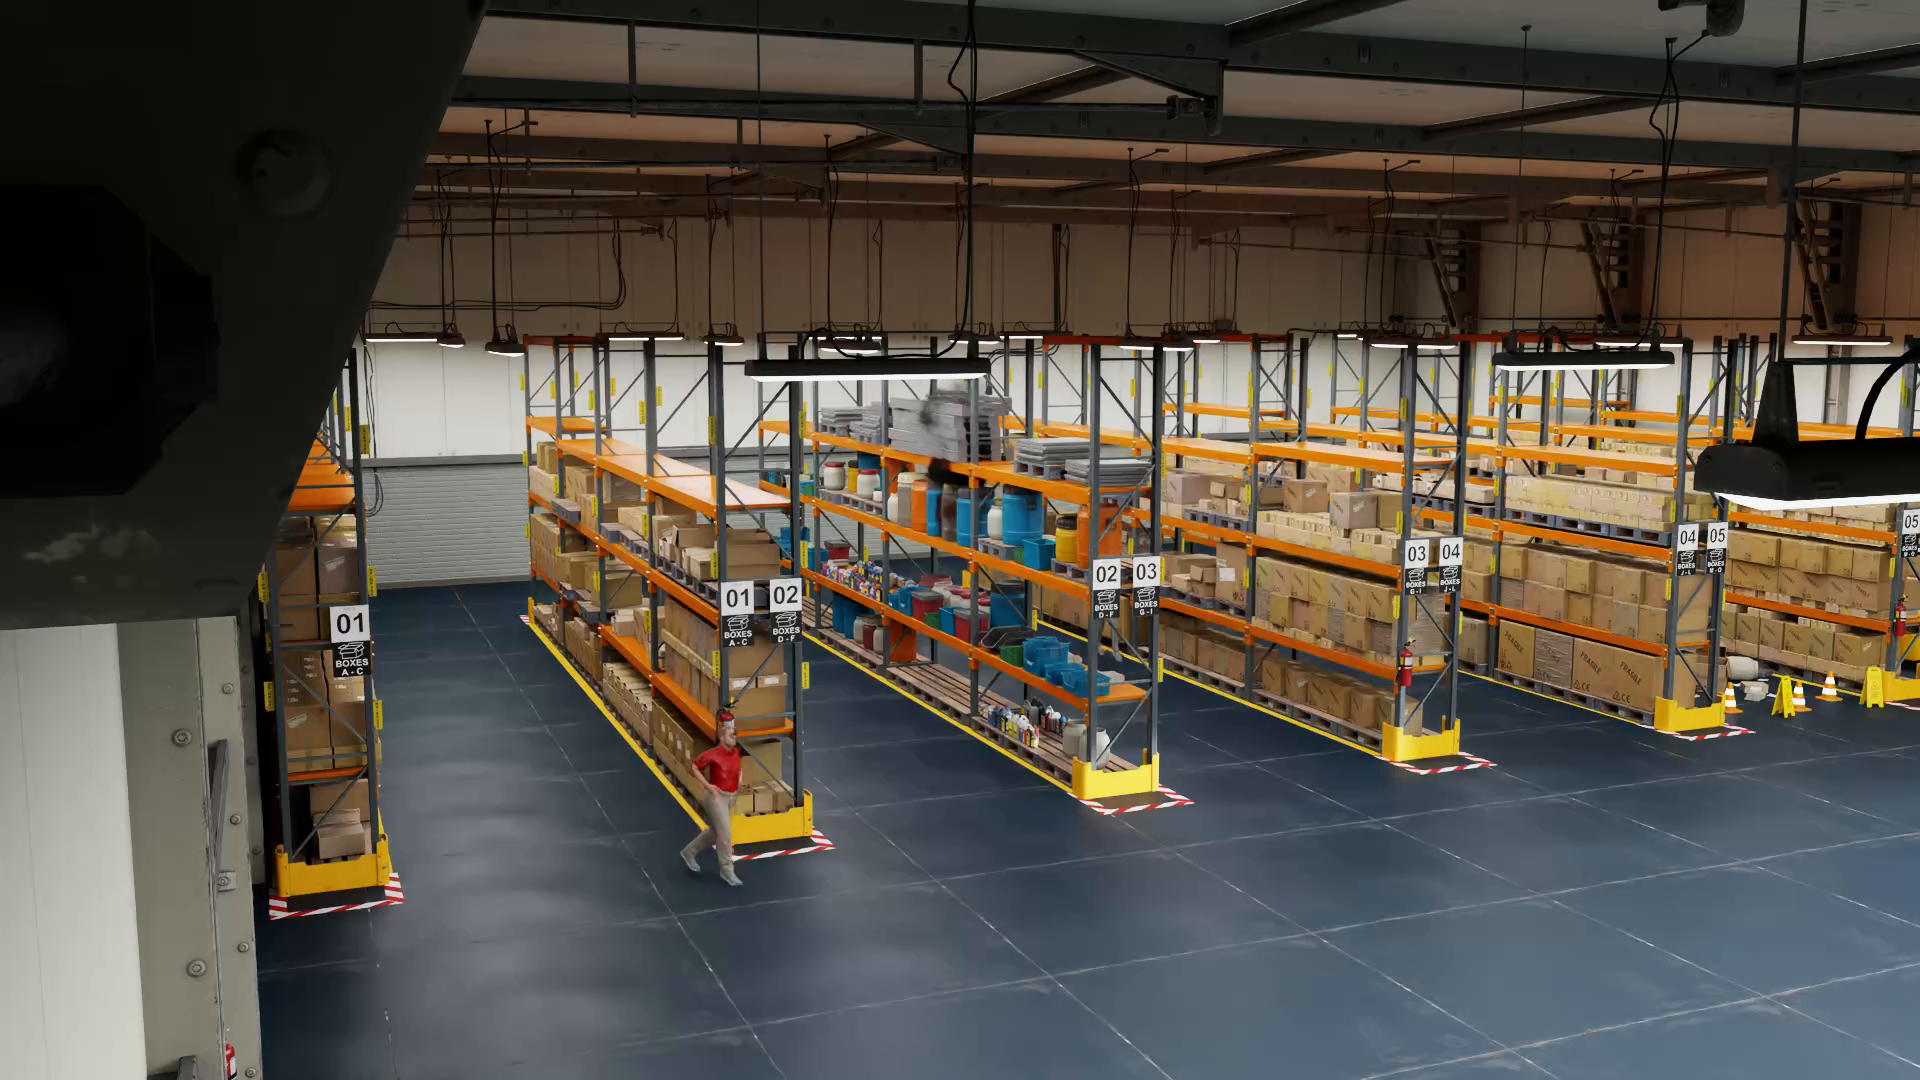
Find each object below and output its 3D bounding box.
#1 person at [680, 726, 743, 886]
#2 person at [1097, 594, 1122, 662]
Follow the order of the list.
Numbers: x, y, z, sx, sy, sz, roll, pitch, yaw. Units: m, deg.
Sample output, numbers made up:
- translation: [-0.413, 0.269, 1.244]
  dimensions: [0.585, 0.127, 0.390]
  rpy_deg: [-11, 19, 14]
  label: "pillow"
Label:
- translation: [-2.746, 2.988, 19.011]
  dimensions: [0.899, 1.744, 0.676]
  rpy_deg: [3, 8, 24]
  label: "person"
- translation: [2.632, 1.249, 29.703]
  dimensions: [0.569, 1.750, 0.800]
  rpy_deg: [-3, 8, -21]
  label: "person"
